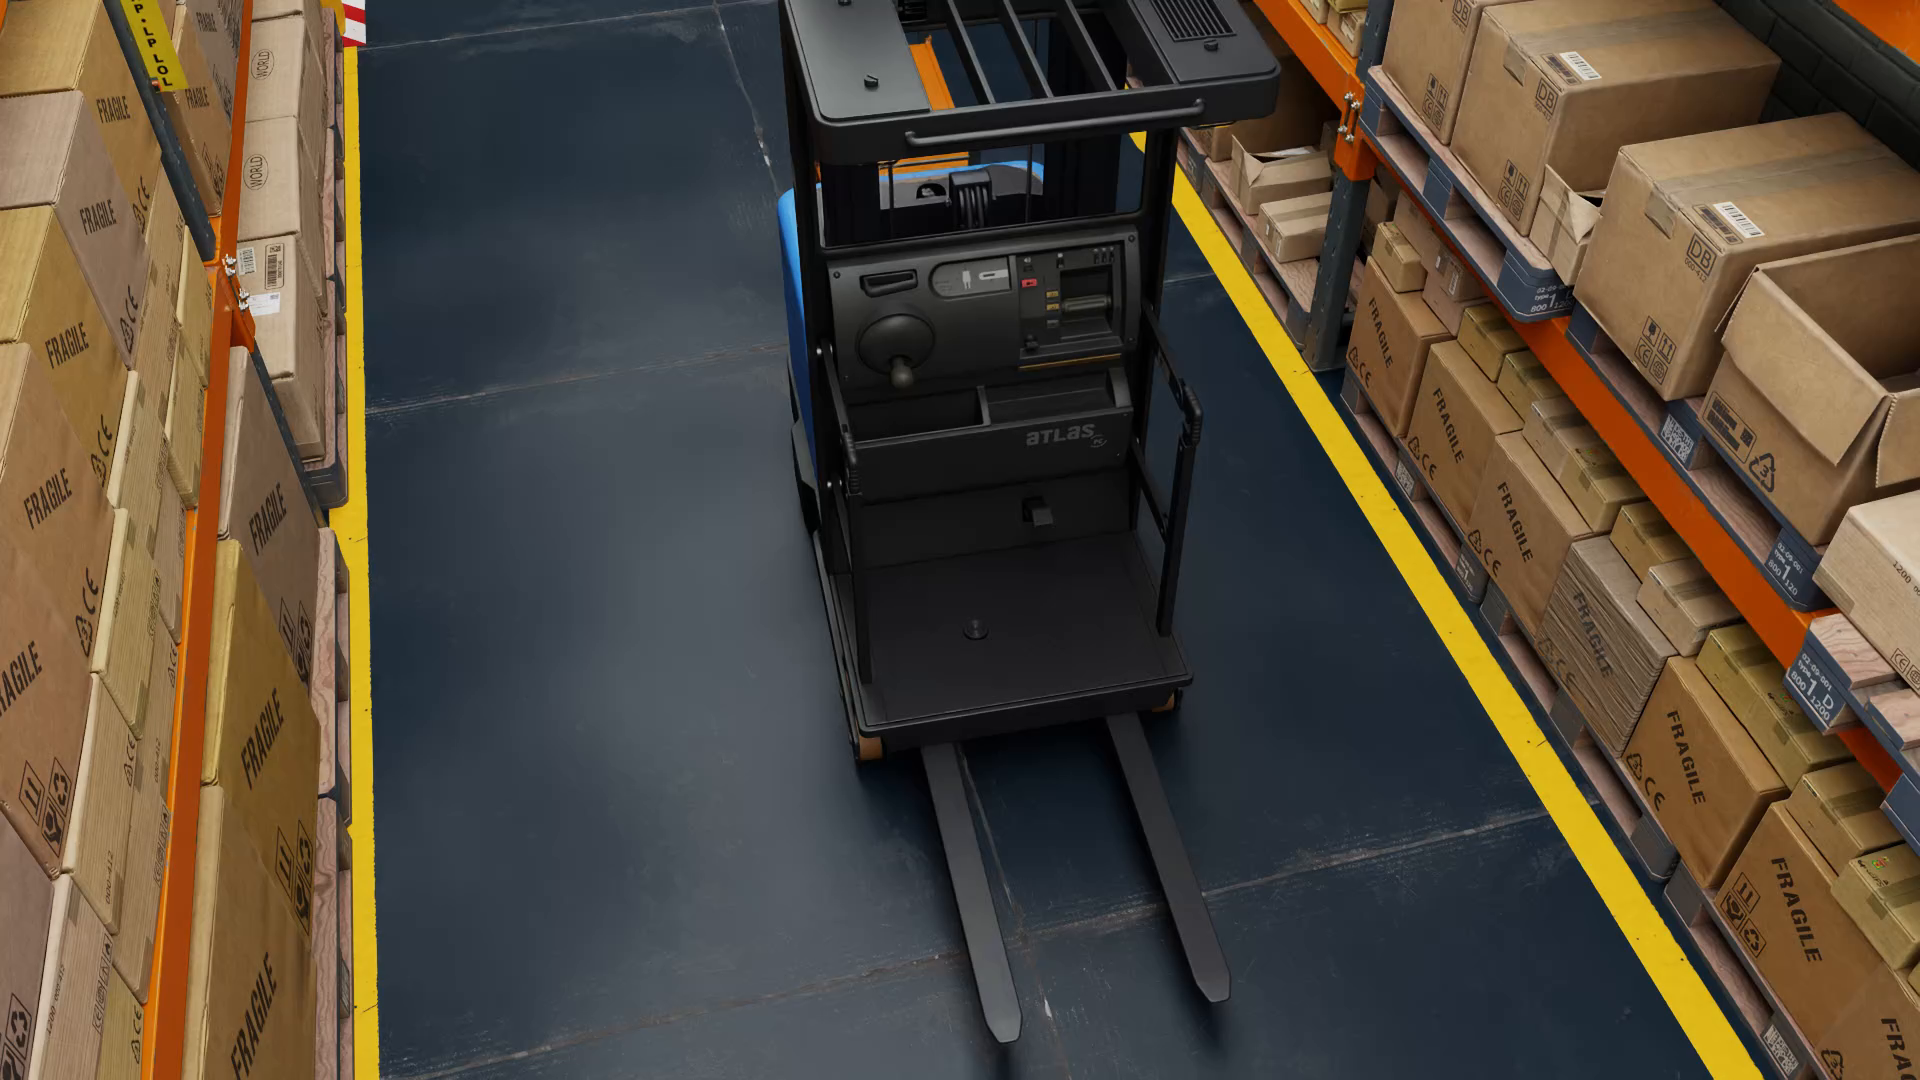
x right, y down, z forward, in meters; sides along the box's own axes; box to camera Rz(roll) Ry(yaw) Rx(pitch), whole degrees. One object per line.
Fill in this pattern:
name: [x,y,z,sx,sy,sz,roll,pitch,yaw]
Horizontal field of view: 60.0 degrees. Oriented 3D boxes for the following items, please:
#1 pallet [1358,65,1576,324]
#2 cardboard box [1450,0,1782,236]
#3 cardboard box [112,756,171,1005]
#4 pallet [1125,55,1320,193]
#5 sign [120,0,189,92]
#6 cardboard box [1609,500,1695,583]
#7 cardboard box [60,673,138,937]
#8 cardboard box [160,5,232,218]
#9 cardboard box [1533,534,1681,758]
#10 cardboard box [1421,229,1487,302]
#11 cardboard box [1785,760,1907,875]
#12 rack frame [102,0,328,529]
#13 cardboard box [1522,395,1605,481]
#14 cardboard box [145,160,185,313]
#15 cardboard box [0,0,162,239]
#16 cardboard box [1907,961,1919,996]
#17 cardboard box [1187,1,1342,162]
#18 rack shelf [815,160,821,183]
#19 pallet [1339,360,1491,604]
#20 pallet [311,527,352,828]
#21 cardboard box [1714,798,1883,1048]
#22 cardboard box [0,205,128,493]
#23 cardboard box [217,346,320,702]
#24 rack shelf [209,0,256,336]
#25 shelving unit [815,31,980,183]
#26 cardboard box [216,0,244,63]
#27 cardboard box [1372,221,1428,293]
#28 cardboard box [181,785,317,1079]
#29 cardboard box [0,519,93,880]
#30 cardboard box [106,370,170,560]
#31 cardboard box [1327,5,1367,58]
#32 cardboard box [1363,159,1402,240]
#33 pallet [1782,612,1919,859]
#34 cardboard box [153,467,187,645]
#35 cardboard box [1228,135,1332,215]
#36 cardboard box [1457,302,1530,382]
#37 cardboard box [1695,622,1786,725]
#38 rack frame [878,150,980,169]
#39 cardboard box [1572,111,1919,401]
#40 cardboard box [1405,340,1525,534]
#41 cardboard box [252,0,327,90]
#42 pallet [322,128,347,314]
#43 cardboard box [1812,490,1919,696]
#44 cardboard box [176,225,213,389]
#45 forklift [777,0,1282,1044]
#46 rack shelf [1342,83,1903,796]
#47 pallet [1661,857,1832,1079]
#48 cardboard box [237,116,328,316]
pallet: [2.036,-1.235,5.495,1.003,0.211,1.213,-11,47,-10]
cardboard box: [1.977,-1.323,5.083,0.700,0.500,0.500,-10,46,-10]
cardboard box: [-1.996,0.752,3.518,0.500,0.250,0.500,-9,46,-9]
pallet: [1.446,-2.216,8.274,1.003,0.211,1.213,-11,47,-10]
sign: [-2.338,-1.447,4.813,0.100,0.325,0.005,-11,47,-10]
cardboard box: [2.264,-0.006,5.157,0.380,0.149,0.250,-11,47,-10]
cardboard box: [-1.974,0.577,3.339,0.500,0.250,0.500,-11,47,-10]
cardboard box: [-2.728,-1.371,5.423,0.500,0.500,0.500,-9,46,-9]
cardboard box: [2.239,0.300,5.312,0.500,0.500,0.500,-12,47,-12]
cardboard box: [1.884,-1.010,5.933,0.380,0.149,0.250,-13,47,-12]
cardboard box: [2.465,0.721,4.445,0.380,0.149,0.250,-12,47,-12]
rack frame: [-2.860,-0.964,5.094,1.000,3.000,0.127,-11,47,-10]
cardboard box: [2.105,-0.358,5.503,0.380,0.149,0.250,-11,47,-10]
cardboard box: [-2.513,-0.826,4.715,0.500,0.250,0.500,-11,47,-10]
cardboard box: [-2.503,-1.086,4.444,0.500,0.500,0.500,-9,46,-9]
cardboard box: [2.590,1.094,4.080,0.380,0.149,0.250,-13,47,-12]
cardboard box: [1.425,-2.154,7.717,0.700,0.500,0.500,-12,47,-12]
rack shelf: [-0.274,-1.241,7.021,0.538,0.278,1.000,-8,46,-8]
pallet: [2.182,-0.343,6.439,1.003,0.211,1.213,-11,47,-10]
pallet: [-2.590,0.531,5.582,1.003,0.211,1.213,-11,47,-10]
cardboard box: [2.527,1.016,4.611,0.500,0.500,0.500,-11,47,-11]
cardboard box: [-2.253,-0.377,3.749,0.500,0.500,0.500,-9,46,-9]
cardboard box: [-2.624,0.046,5.298,0.875,0.875,0.875,-9,46,-9]
rack shelf: [-3.372,-2.093,6.704,1.077,0.370,4.000,-11,47,-10]
shelving unit: [-0.274,-1.412,6.846,0.538,1.125,1.048,-8,46,-8]
cardboard box: [-2.973,-2.063,6.102,0.500,0.500,0.500,-10,47,-10]
cardboard box: [1.771,-1.077,6.207,0.380,0.149,0.250,-9,46,-8]
cardboard box: [-2.157,1.286,4.083,0.875,0.875,0.875,-10,46,-10]
cardboard box: [-1.980,0.327,3.059,0.500,0.500,0.500,-9,46,-9]
cardboard box: [-2.239,-0.126,4.028,0.500,0.250,0.500,-10,46,-9]
cardboard box: [1.611,-1.960,6.246,0.380,0.149,0.250,-10,46,-10]
cardboard box: [1.996,-1.579,7.286,0.500,0.311,0.500,-9,46,-9]
pallet: [2.719,0.500,3.794,1.213,0.211,1.003,-11,47,-10]
cardboard box: [-2.262,0.056,4.200,0.500,0.250,0.500,-12,47,-11]
cardboard box: [1.419,-1.641,7.379,0.396,0.266,0.258,-9,46,-9]
cardboard box: [1.994,-0.724,5.862,0.380,0.149,0.250,-13,47,-12]
cardboard box: [2.377,0.359,4.800,0.380,0.149,0.250,-11,47,-11]
rack frame: [-0.172,-1.056,6.498,0.500,1.125,0.032,-8,46,-8]
cardboard box: [2.178,-0.782,4.552,0.700,0.500,0.500,-11,47,-11]
cardboard box: [1.989,-0.405,6.003,0.500,0.500,0.500,-11,47,-11]
cardboard box: [-3.619,-2.538,8.137,0.875,0.438,0.875,-12,47,-12]
pallet: [-3.295,-1.371,7.446,1.003,0.211,1.213,-11,47,-10]
cardboard box: [2.378,0.124,3.839,0.500,0.250,0.500,-13,47,-12]
cardboard box: [-2.502,-0.648,4.889,0.500,0.250,0.500,-12,47,-11]
forklift: [0.126,-0.590,4.776,1.130,2.935,3.031,-8,46,-8]
rack shelf: [2.449,-0.241,4.890,1.077,0.370,4.000,-11,47,-10]
pallet: [2.806,1.341,4.788,1.003,0.211,1.213,-11,47,-10]
cardboard box: [-3.147,-1.285,6.909,0.875,0.438,0.875,-12,47,-11]
